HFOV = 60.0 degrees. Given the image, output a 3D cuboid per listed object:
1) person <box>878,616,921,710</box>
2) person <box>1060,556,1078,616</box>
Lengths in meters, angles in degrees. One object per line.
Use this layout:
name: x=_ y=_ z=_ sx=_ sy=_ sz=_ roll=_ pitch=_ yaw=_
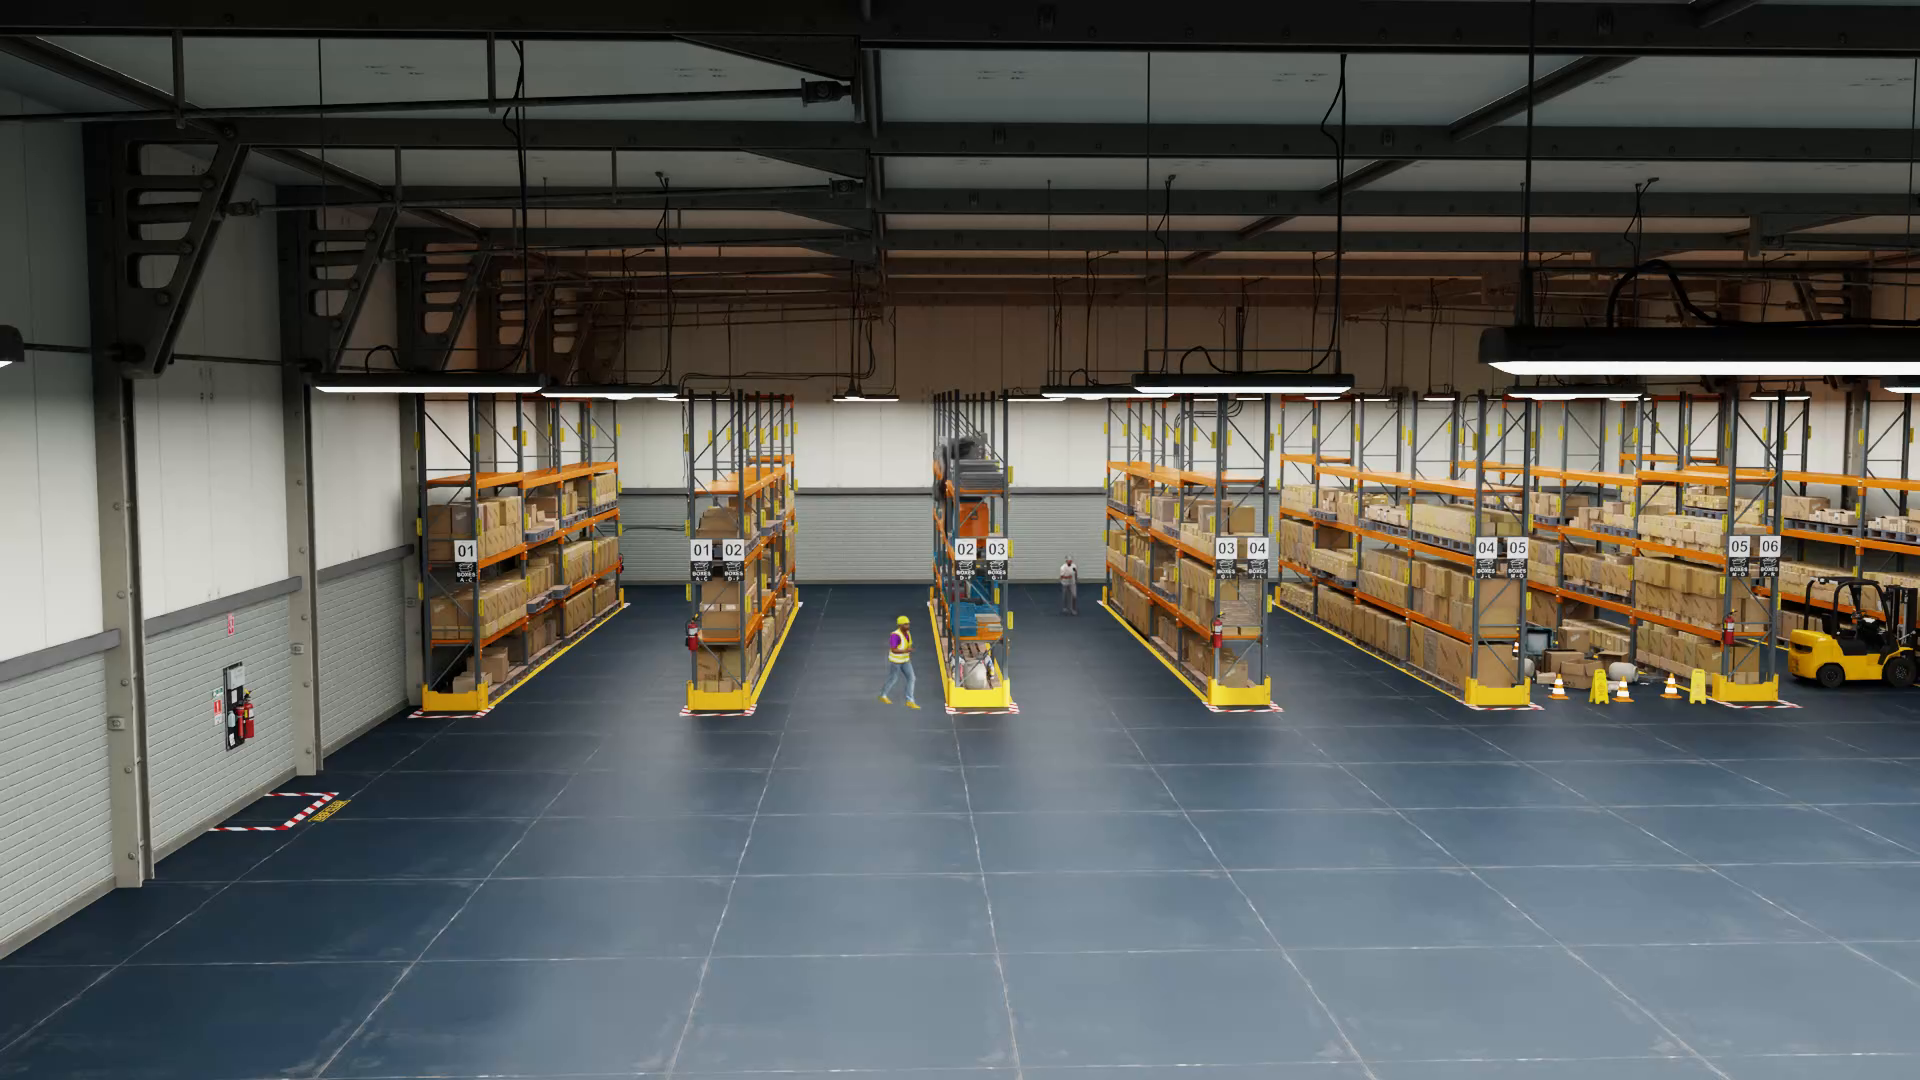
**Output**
person: x=-1.149 y=2.294 z=31.243 sx=0.971 sy=1.759 sz=0.717 roll=4 pitch=6 yaw=39
person: x=2.961 y=1.215 z=45.244 sx=0.508 sy=1.637 sz=0.934 roll=0 pitch=5 yaw=-5
